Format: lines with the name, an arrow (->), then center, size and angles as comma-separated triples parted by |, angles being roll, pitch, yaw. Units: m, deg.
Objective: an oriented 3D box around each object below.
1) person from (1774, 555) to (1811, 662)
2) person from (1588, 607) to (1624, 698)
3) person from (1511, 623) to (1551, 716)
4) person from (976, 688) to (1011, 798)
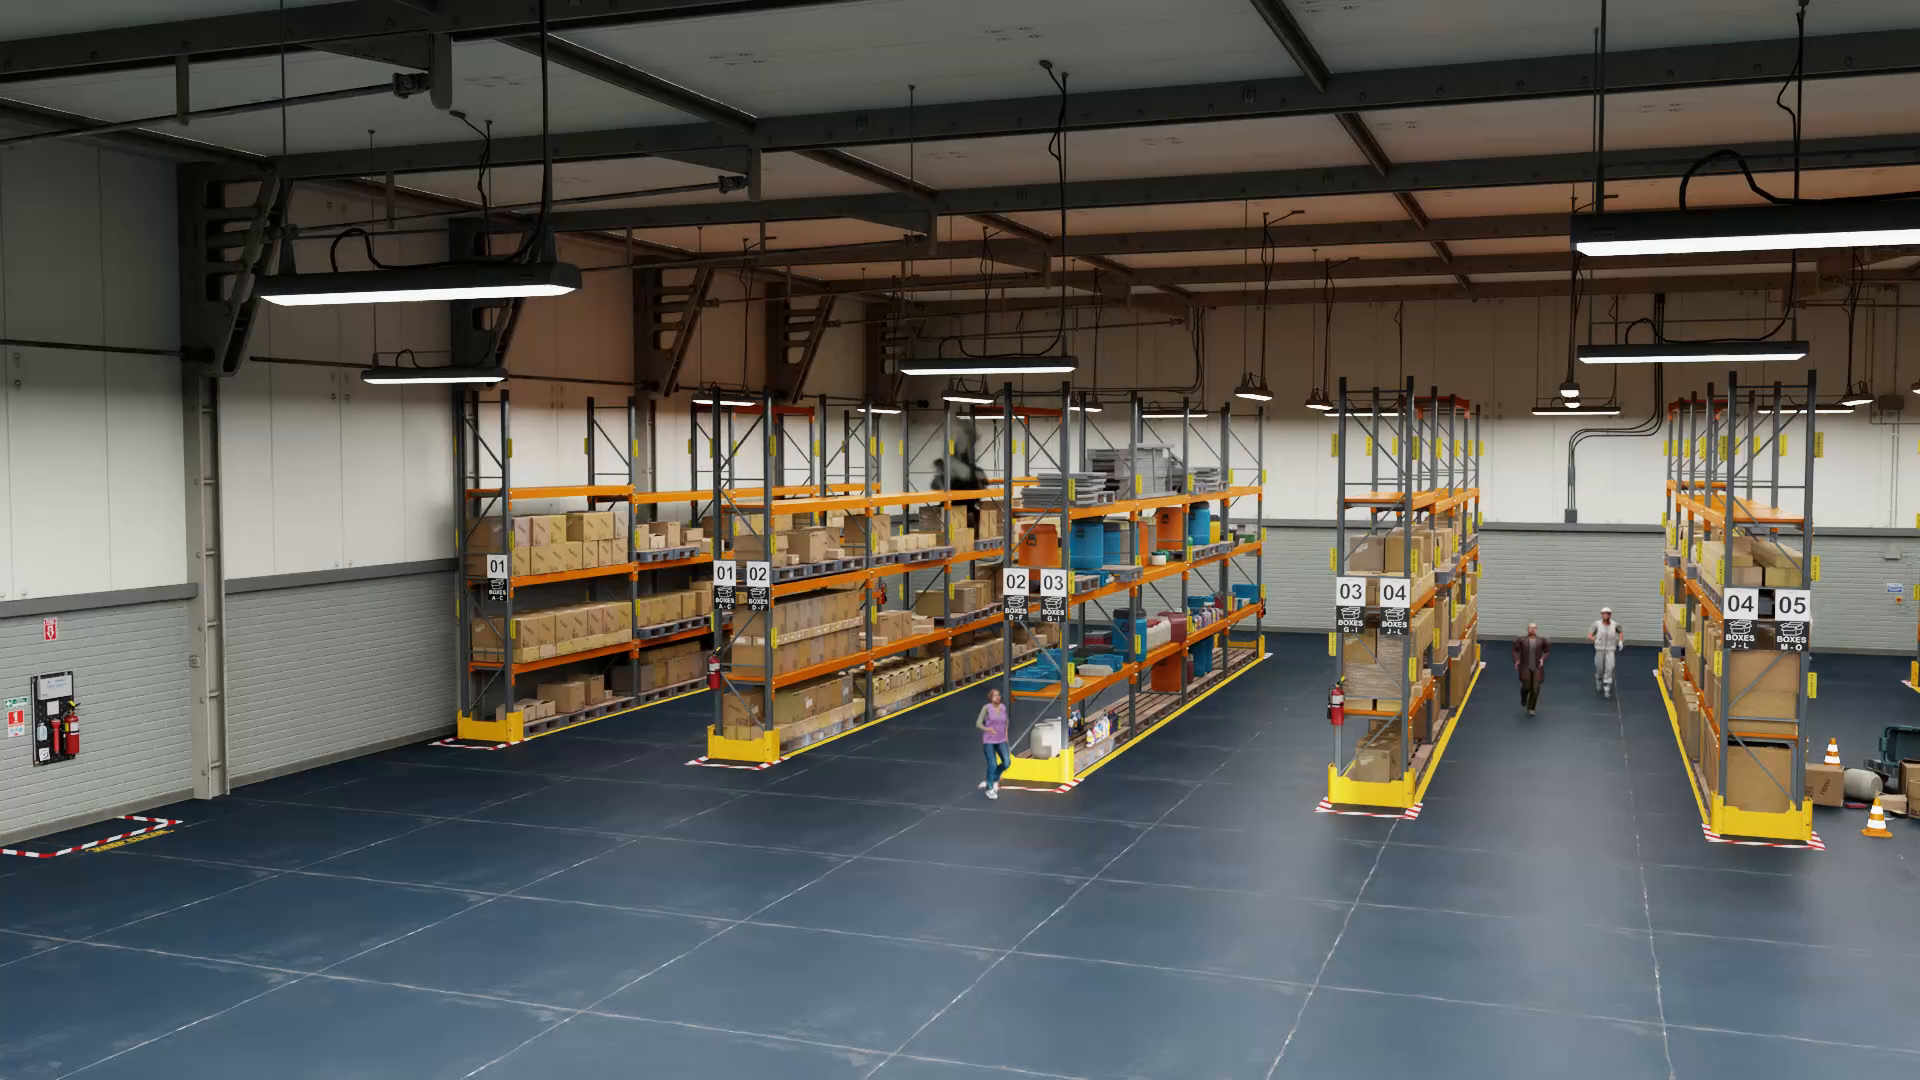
person -> 14.760, 1.599, 29.311 | 2.841, 3.624, 17.227 | 1, 3, 19
person -> 13.062, 2.252, 33.649 | 0.685, 1.801, 0.872 | 1, 3, 17
person -> 10.745, 2.419, 31.280 | 0.710, 1.733, 0.637 | 1, 3, 13
person -> 0.517, 2.920, 23.791 | 0.559, 1.560, 0.515 | -1, 3, -22
